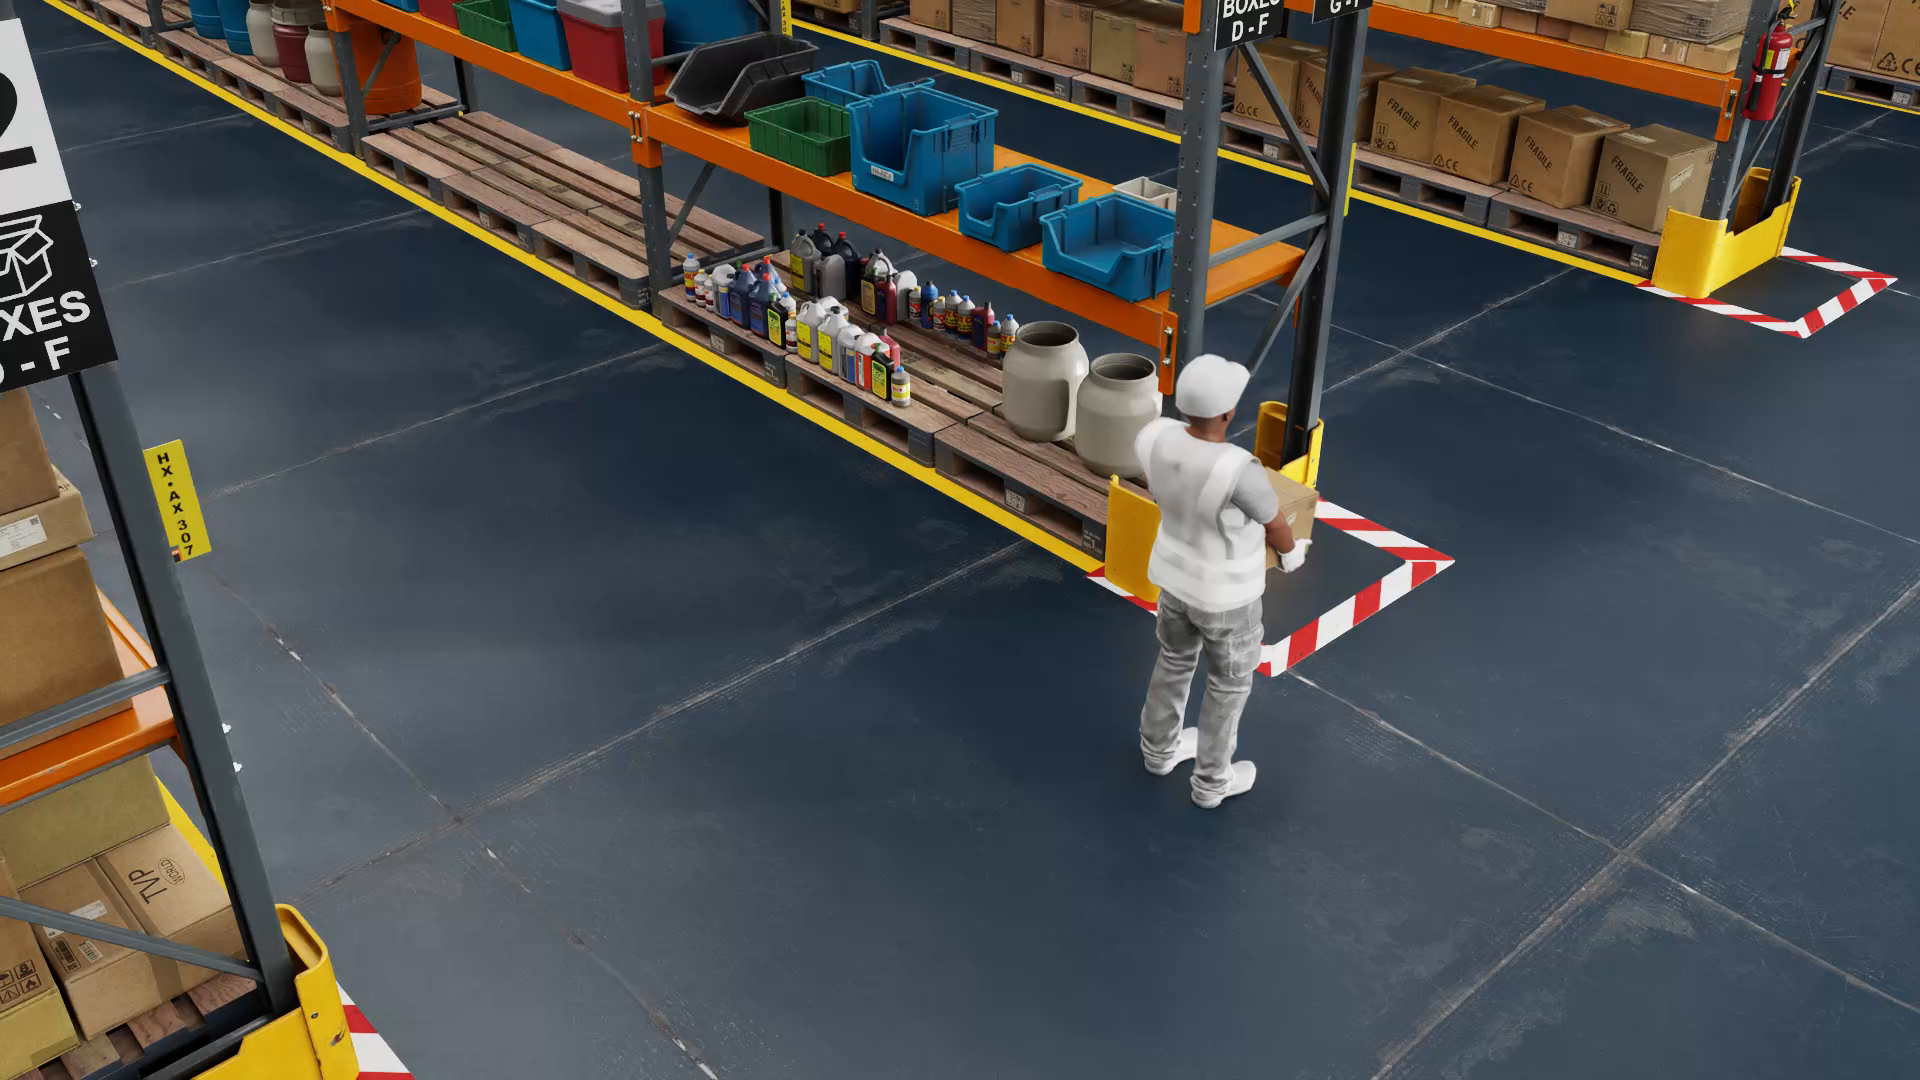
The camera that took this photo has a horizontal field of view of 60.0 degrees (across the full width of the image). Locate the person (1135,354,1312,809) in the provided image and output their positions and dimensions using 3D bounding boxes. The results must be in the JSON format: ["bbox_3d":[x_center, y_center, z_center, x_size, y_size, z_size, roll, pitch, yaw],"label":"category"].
[{"bbox_3d":[0.942,0.112,5.938,0.584,1.778,0.487,-24,39,-34],"label":"person"}]
